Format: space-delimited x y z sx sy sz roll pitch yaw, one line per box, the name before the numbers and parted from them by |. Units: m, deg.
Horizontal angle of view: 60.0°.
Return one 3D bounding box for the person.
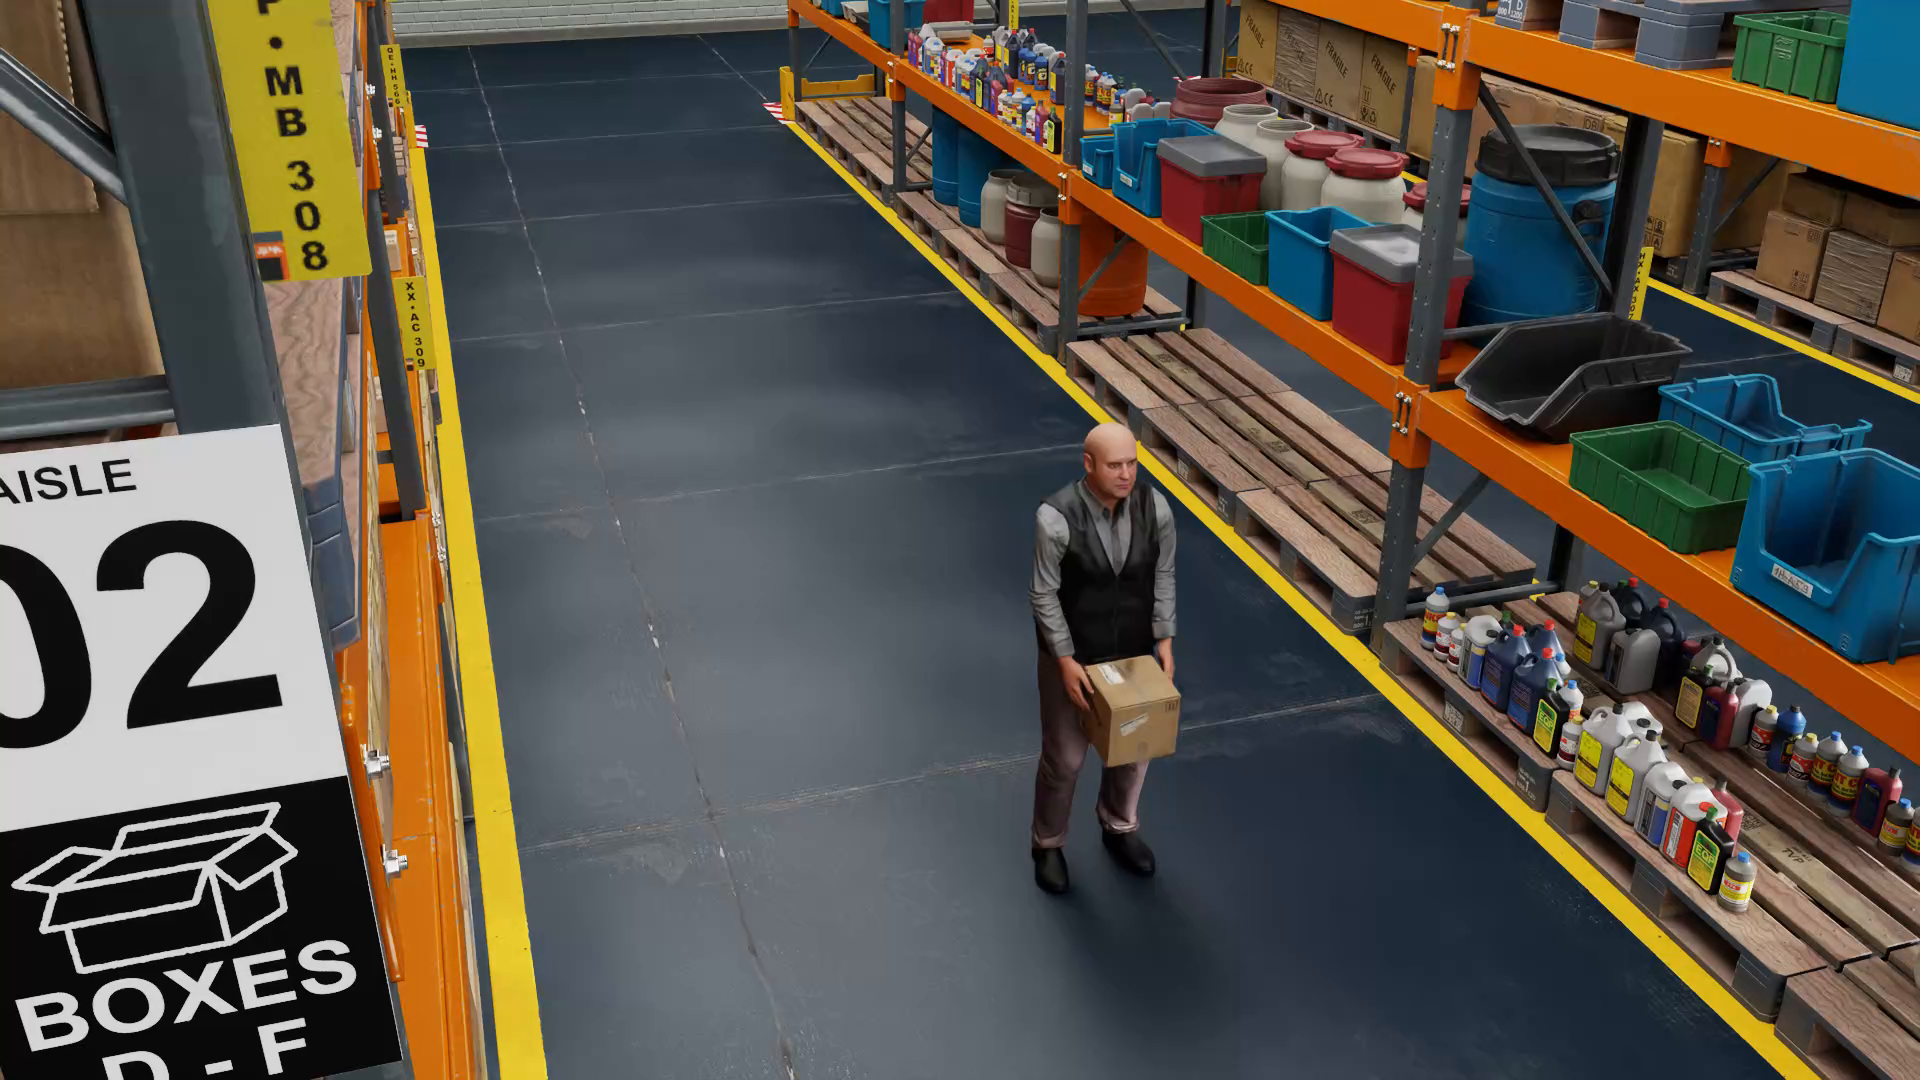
person | 0.499 0.403 5.812 0.546 1.728 0.470 -9 27 -17
